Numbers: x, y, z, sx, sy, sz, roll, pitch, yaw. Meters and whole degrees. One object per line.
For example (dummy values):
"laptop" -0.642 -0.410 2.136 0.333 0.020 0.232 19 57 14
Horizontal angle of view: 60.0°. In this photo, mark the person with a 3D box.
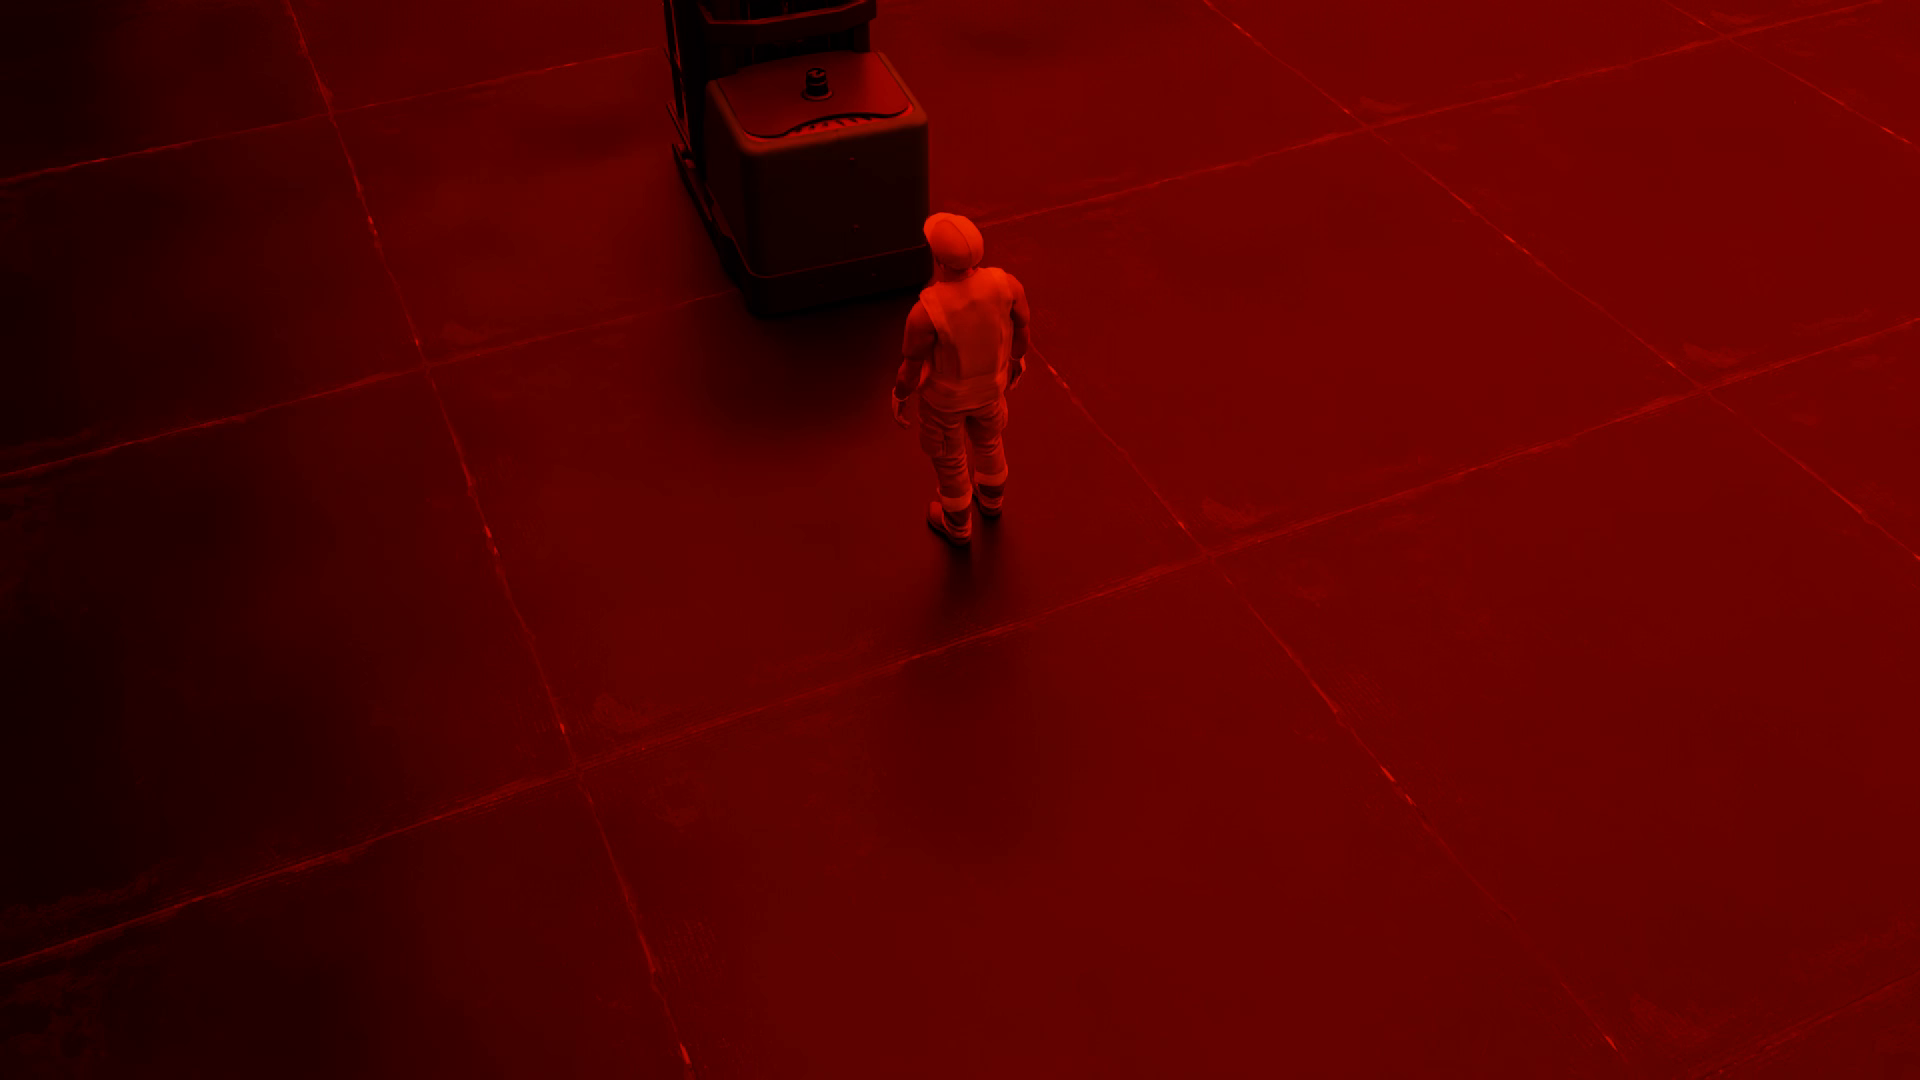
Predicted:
"person" -0.022 -0.713 7.270 0.637 1.787 0.564 -18 46 -18

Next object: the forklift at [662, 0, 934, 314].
"forklift" -1.130 -3.317 9.234 1.130 2.935 3.031 -14 45 -15
